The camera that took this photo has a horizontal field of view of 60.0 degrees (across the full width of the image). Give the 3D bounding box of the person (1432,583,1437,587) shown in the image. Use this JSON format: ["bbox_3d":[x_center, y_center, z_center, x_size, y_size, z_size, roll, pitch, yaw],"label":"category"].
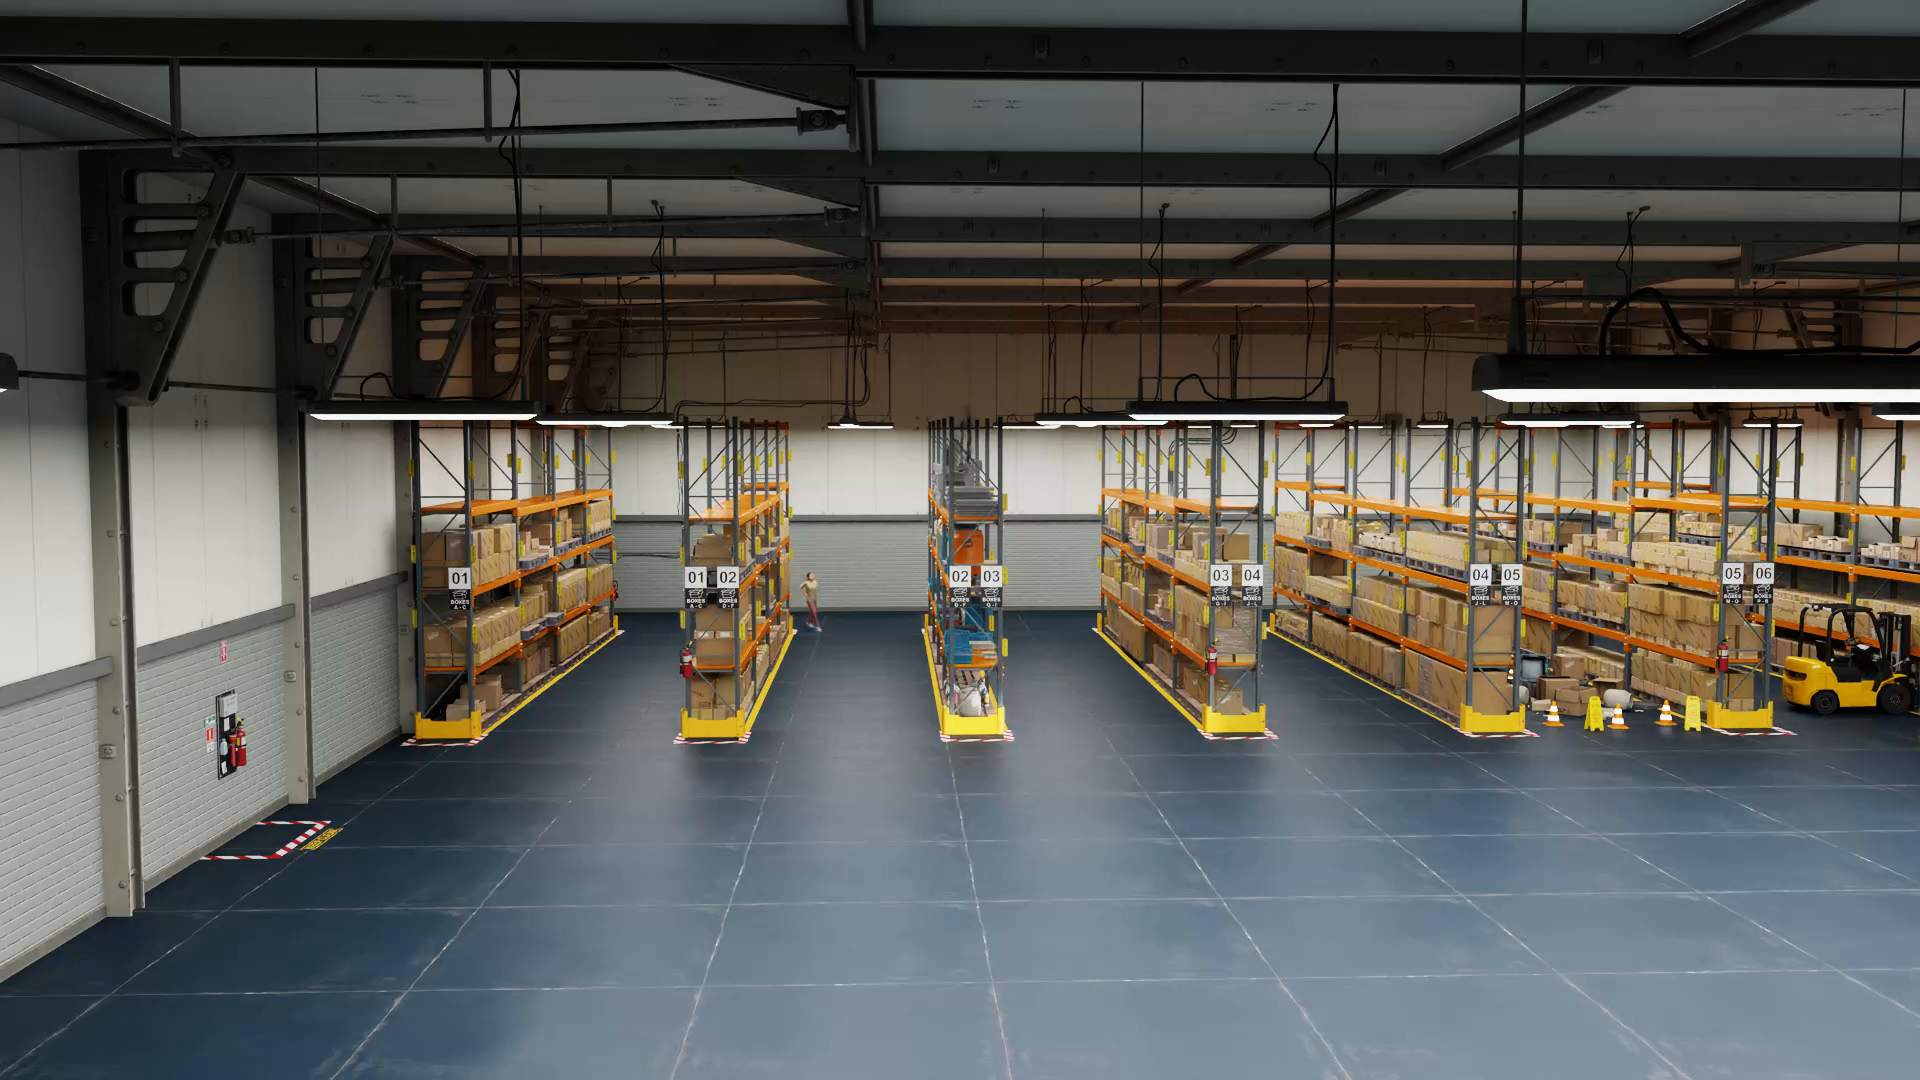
[{"bbox_3d":[14.435,1.715,50.089,0.936,1.445,0.567,-1,4,-12],"label":"person"}]

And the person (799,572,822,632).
[{"bbox_3d":[-4.291,1.765,47.861,0.585,1.703,0.850,-3,5,-40],"label":"person"}]

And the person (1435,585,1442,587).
[{"bbox_3d":[14.307,1.635,49.366,0.560,1.735,0.762,1,4,17],"label":"person"}]

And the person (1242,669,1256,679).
[{"bbox_3d":[6.751,2.297,38.811,0.709,1.792,1.046,0,4,-5],"label":"person"}]
